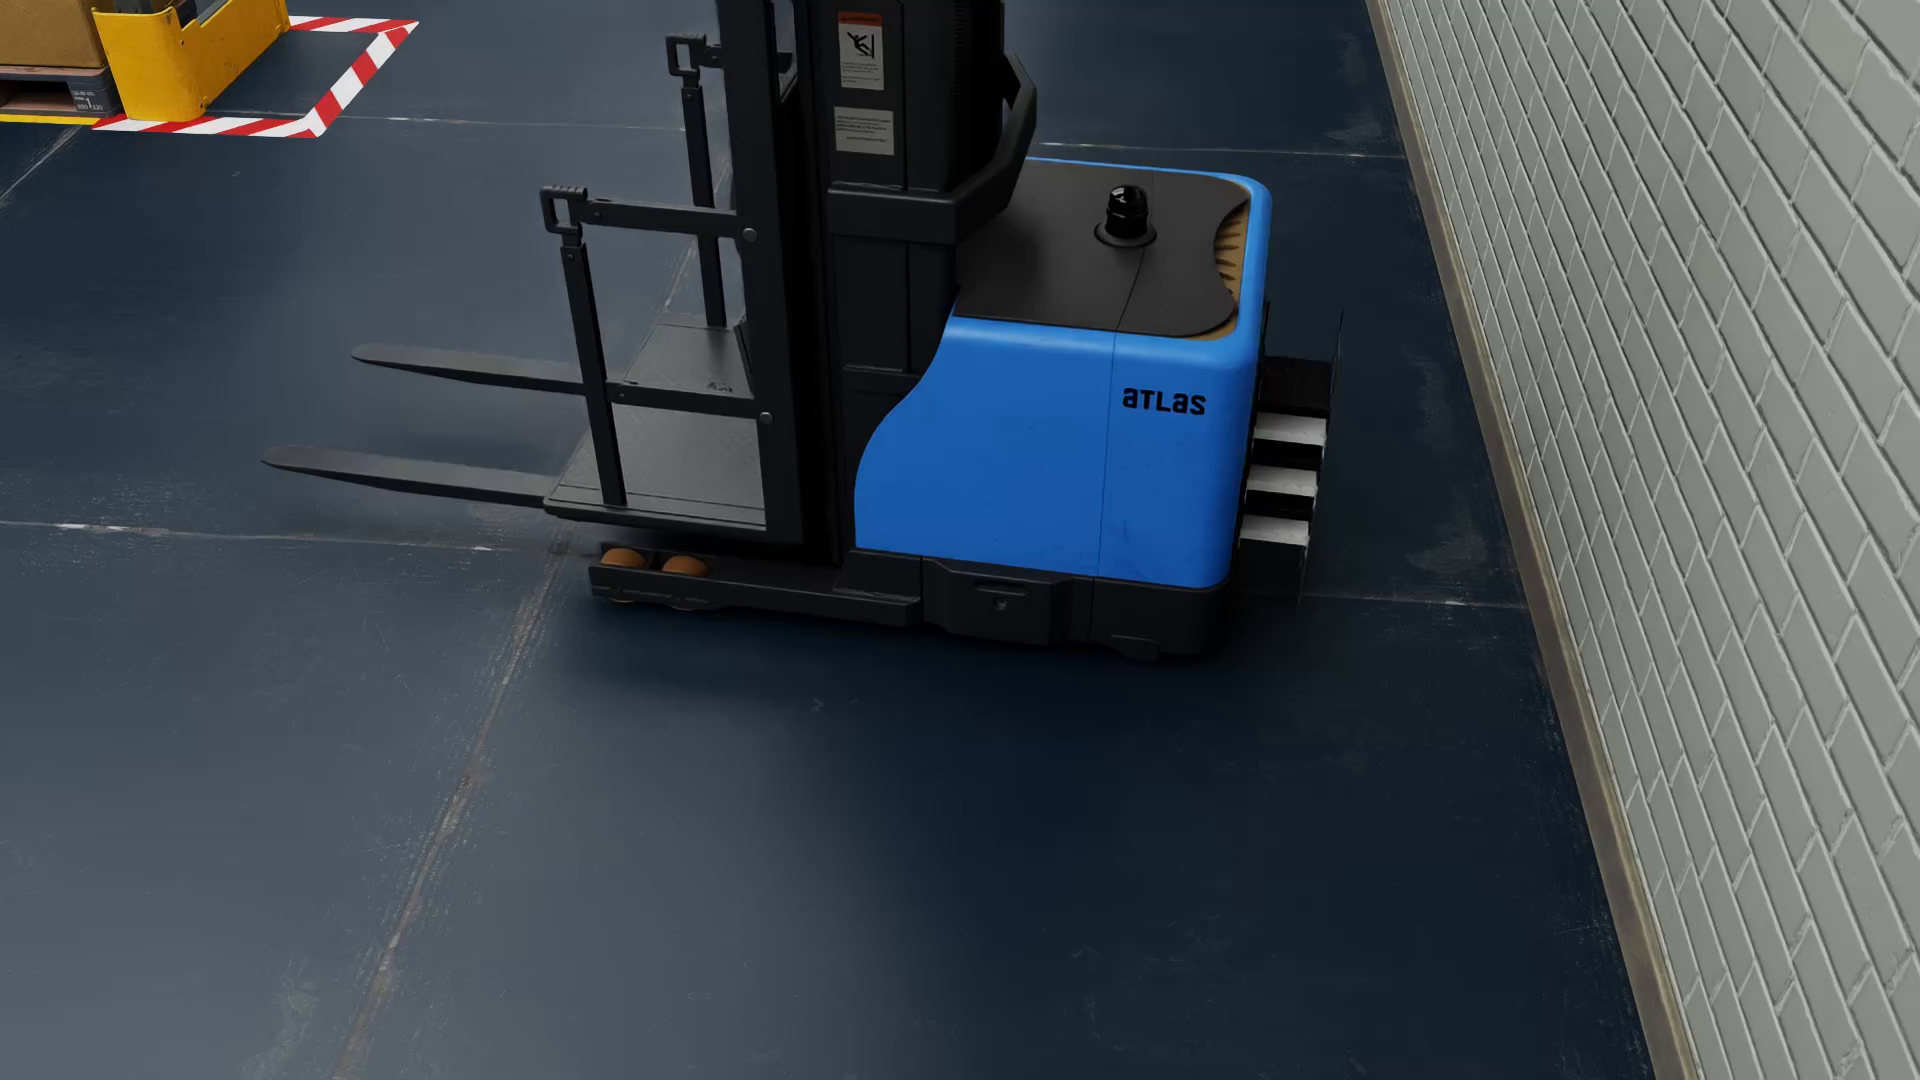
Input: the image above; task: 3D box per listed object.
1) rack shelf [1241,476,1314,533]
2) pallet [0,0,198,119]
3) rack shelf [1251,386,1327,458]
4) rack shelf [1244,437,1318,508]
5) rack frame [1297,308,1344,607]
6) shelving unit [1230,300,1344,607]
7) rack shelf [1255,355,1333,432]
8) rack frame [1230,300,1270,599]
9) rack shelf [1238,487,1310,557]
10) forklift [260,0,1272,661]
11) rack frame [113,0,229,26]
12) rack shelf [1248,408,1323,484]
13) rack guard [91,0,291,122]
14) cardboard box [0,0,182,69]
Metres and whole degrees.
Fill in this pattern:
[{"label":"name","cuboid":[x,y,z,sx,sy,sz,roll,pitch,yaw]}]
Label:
[{"label":"rack shelf","cuboid":[0.940,-0.138,4.902,0.200,0.077,0.258,7,40,8]},{"label":"pallet","cuboid":[-4.444,-2.359,7.981,1.213,0.211,1.003,3,39,4]},{"label":"rack shelf","cuboid":[0.940,-0.348,4.732,0.200,0.077,0.258,7,40,8]},{"label":"rack shelf","cuboid":[0.940,-0.208,4.845,0.200,0.077,0.258,7,40,8]},{"label":"rack frame","cuboid":[1.040,-0.222,4.810,0.006,0.900,0.240,7,40,8]},{"label":"shelving unit","cuboid":[0.940,-0.234,4.824,0.210,0.900,0.258,7,40,8]},{"label":"rack shelf","cuboid":[0.940,-0.418,4.675,0.200,0.077,0.258,7,40,8]},{"label":"rack frame","cuboid":[0.840,-0.246,4.839,0.006,0.900,0.240,7,40,8]},{"label":"rack shelf","cuboid":[0.940,-0.069,4.959,0.200,0.077,0.258,7,40,8]},{"label":"forklift","cuboid":[-0.646,-1.244,4.457,3.031,2.935,1.130,7,40,8]},{"label":"rack frame","cuboid":[-3.640,-3.446,7.108,0.127,3.000,1.000,3,39,4]},{"label":"rack shelf","cuboid":[0.940,-0.278,4.788,0.200,0.077,0.258,7,40,8]},{"label":"rack guard","cuboid":[-3.616,-2.475,7.895,0.348,0.500,1.175,3,39,4]},{"label":"cardboard box","cuboid":[-4.285,-2.769,7.627,0.875,0.875,0.875,3,39,4]}]
